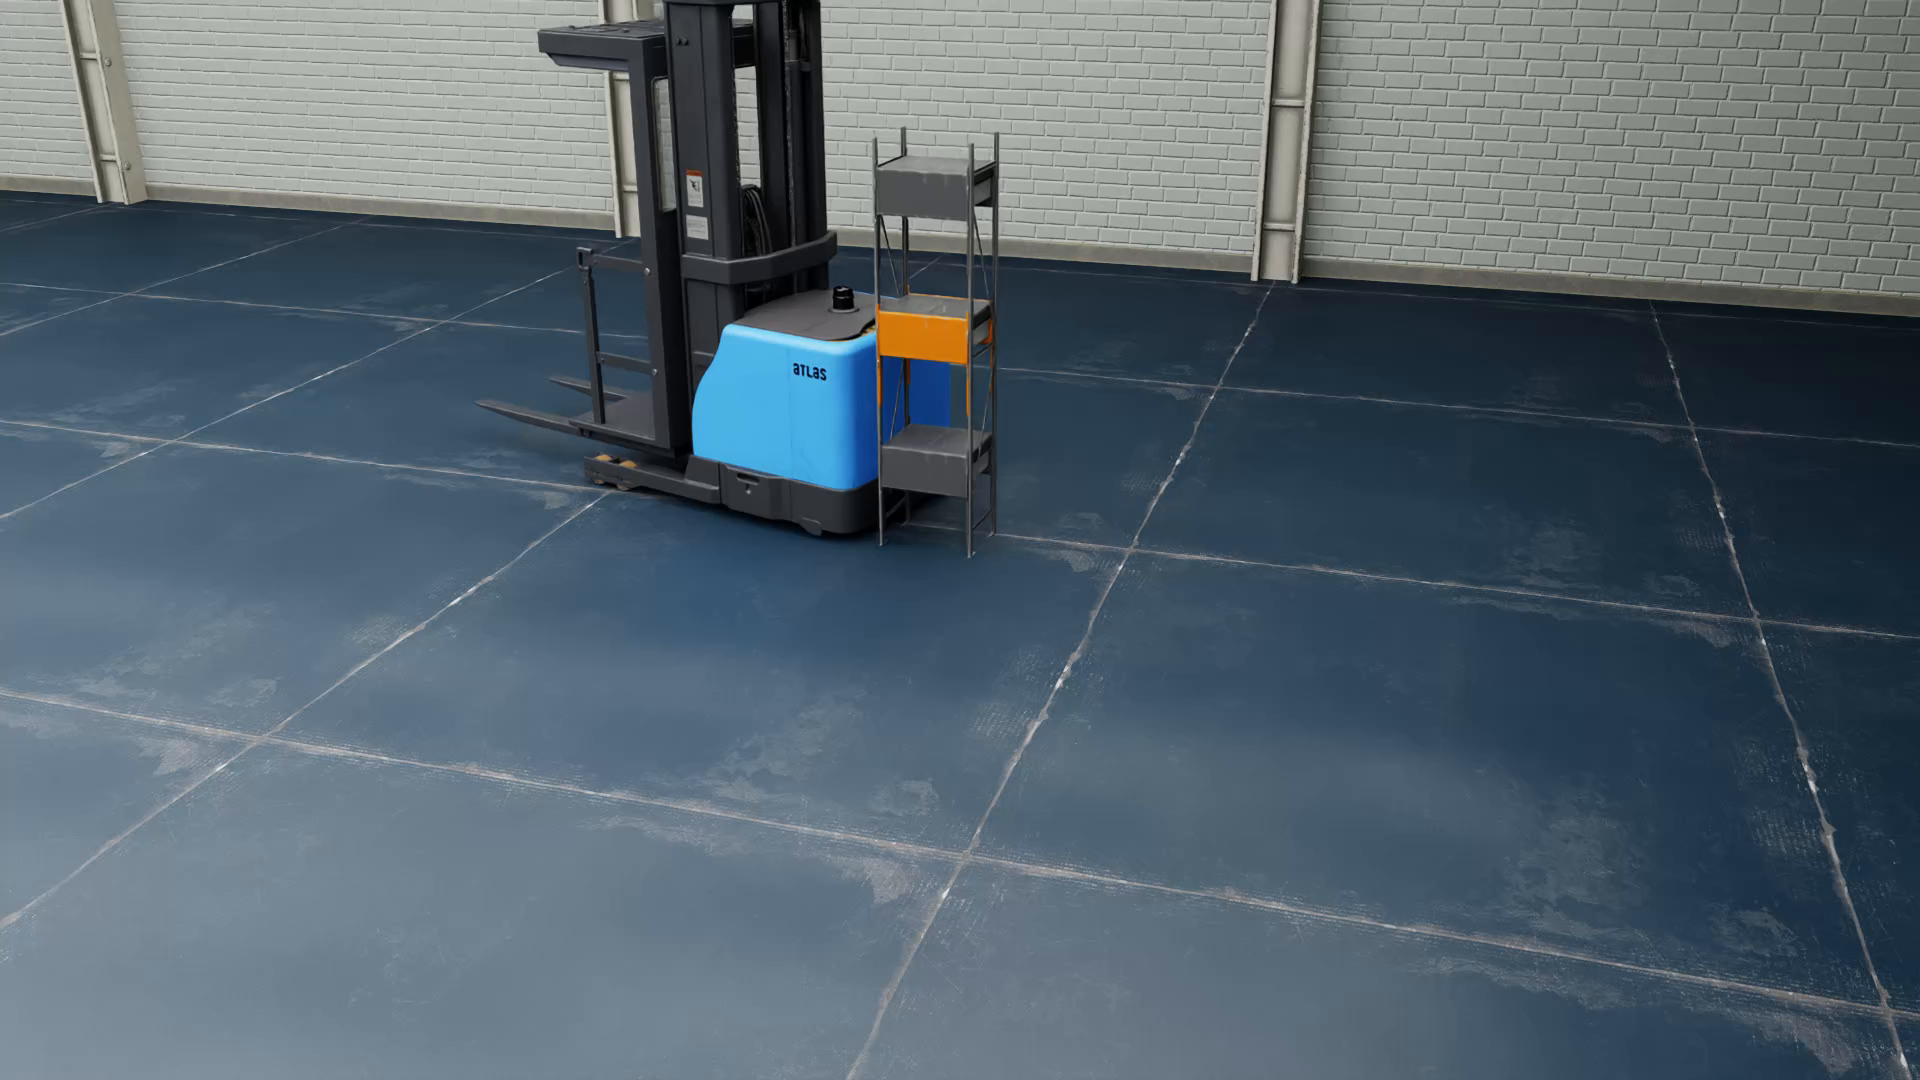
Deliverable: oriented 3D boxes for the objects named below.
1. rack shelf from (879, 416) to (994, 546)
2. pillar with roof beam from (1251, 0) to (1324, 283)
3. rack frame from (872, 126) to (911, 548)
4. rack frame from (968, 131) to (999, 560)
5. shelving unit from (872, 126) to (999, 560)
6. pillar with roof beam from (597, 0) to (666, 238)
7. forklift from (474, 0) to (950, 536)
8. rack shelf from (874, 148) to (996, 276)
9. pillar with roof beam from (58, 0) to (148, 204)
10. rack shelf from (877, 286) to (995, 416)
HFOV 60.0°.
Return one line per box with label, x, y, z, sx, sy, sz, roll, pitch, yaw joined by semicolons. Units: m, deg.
rack shelf;-0.114;-0.312;8.643;0.480;0.518;0.431;8;24;19
pillar with roof beam;1.468;-4.846;8.727;0.400;9.000;9.100;7;23;16
rack frame;-0.343;-1.004;8.450;0.015;2.100;0.400;8;24;19
rack frame;0.115;-0.940;8.295;0.015;2.100;0.400;8;24;19
shelving unit;-0.114;-0.972;8.373;0.503;2.100;0.431;8;24;19
pillar with roof beam;-4.276;-5.504;10.331;0.400;9.000;9.100;7;23;16
forklift;-1.550;-1.788;9.267;3.031;2.935;1.130;14;26;31
rack shelf;-0.114;-1.607;8.112;0.480;0.518;0.431;8;24;19
pillar with roof beam;-10.020;-6.162;11.934;0.400;9.000;9.100;7;23;16
rack shelf;-0.114;-0.959;8.378;0.480;0.518;0.431;8;24;19
